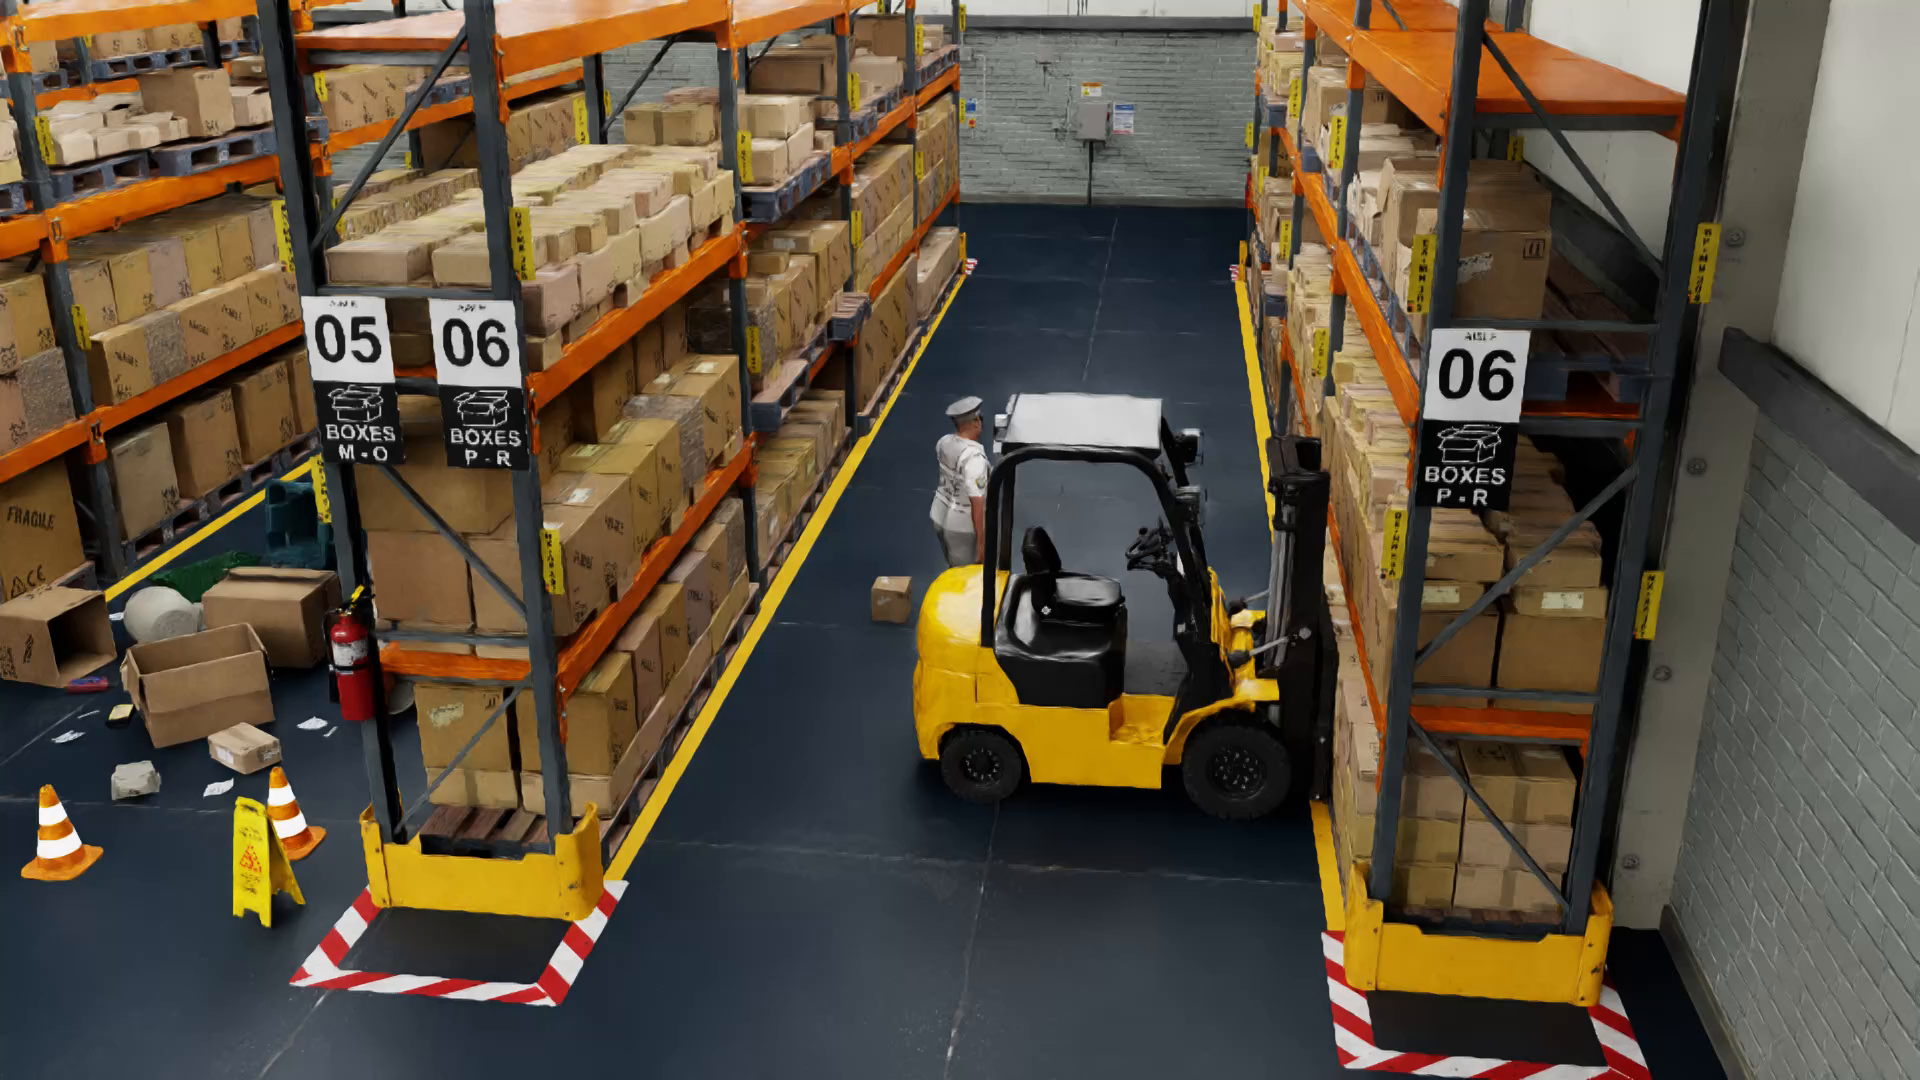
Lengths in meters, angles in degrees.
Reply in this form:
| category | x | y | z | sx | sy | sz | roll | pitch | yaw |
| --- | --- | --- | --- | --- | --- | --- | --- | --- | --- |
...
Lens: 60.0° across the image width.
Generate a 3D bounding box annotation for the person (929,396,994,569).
| category | x | y | z | sx | sy | sz | roll | pitch | yaw |
| --- | --- | --- | --- | --- | --- | --- | --- | --- | --- |
| person | 0.100 | -0.096 | 11.256 | 0.544 | 1.769 | 0.590 | -10 | 23 | -24 |
